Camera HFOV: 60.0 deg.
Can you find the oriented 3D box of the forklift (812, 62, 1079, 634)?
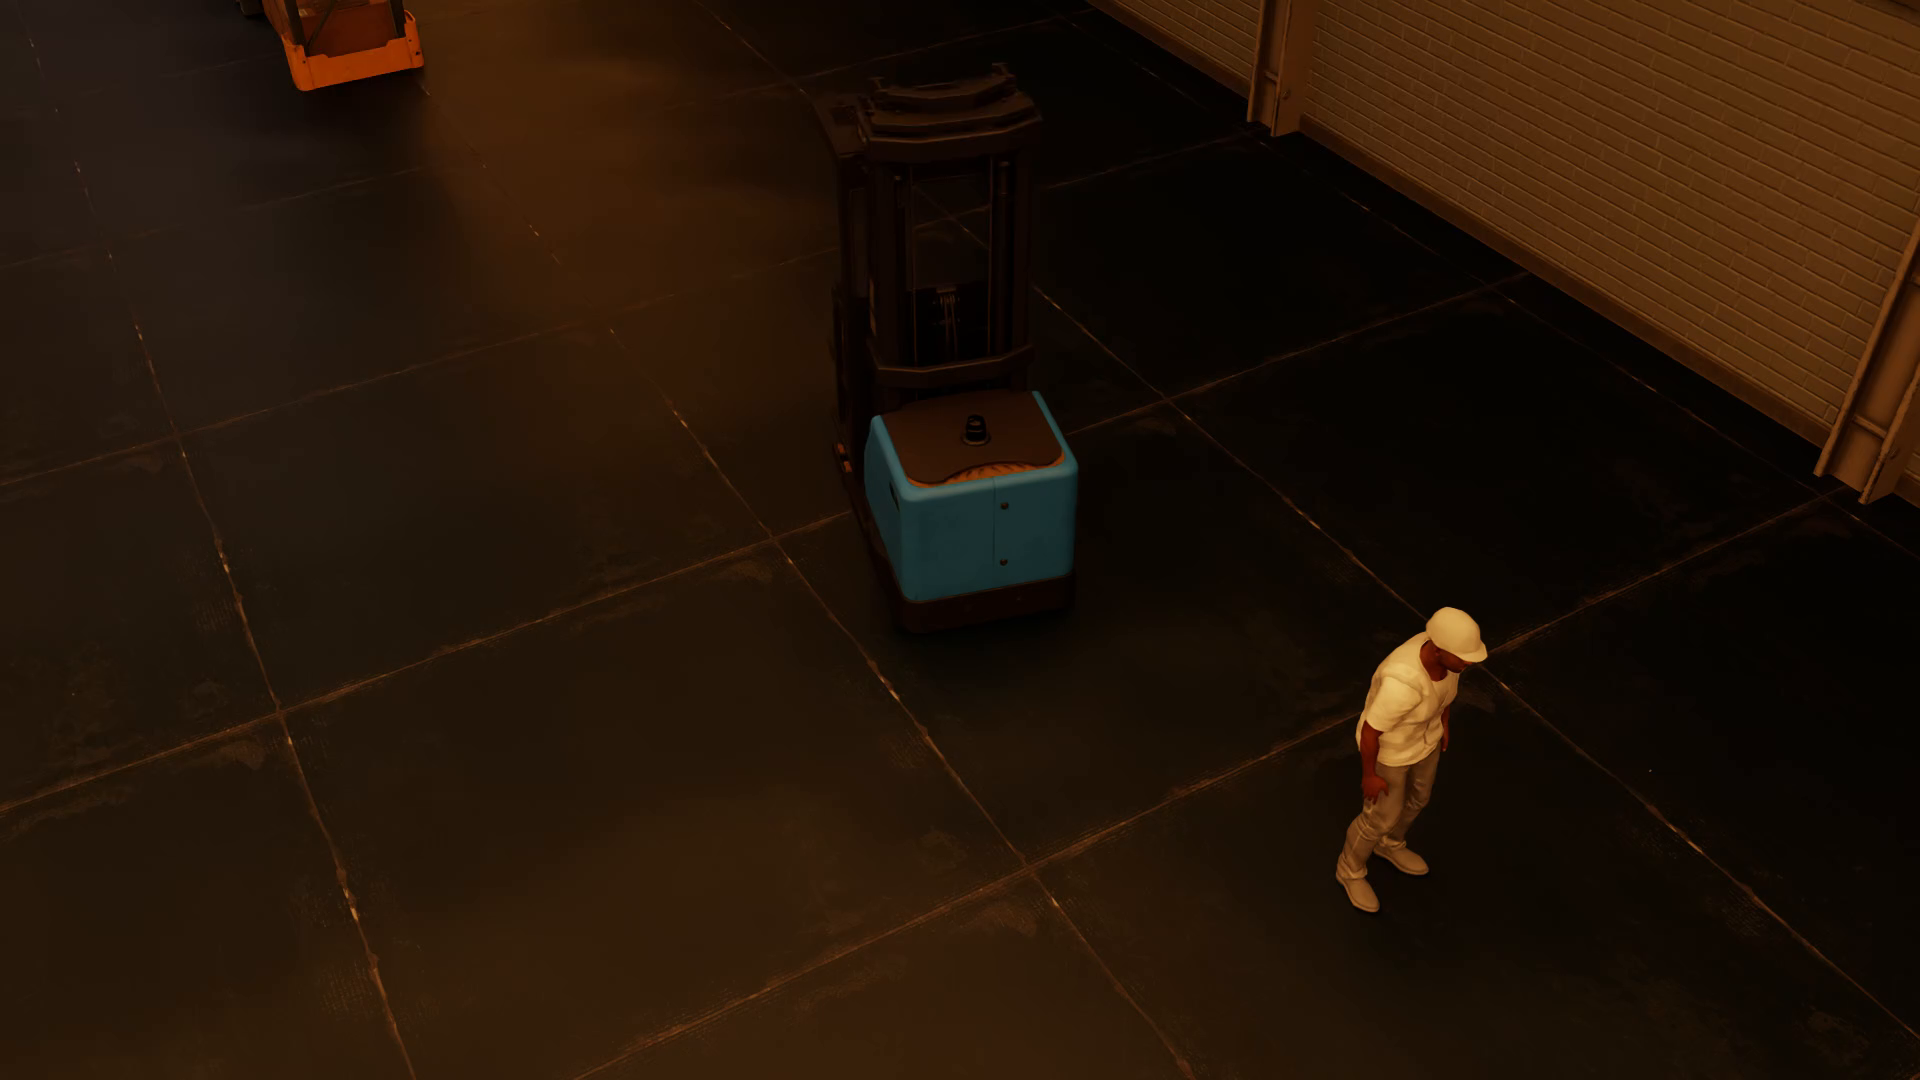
[{"bbox_3d":[-0.209,-1.537,9.889,1.130,2.935,3.031,-10,41,-12],"label":"forklift"}]

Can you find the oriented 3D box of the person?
[{"bbox_3d":[2.099,0.975,7.782,0.626,1.759,0.463,-28,47,-29],"label":"person"}]
